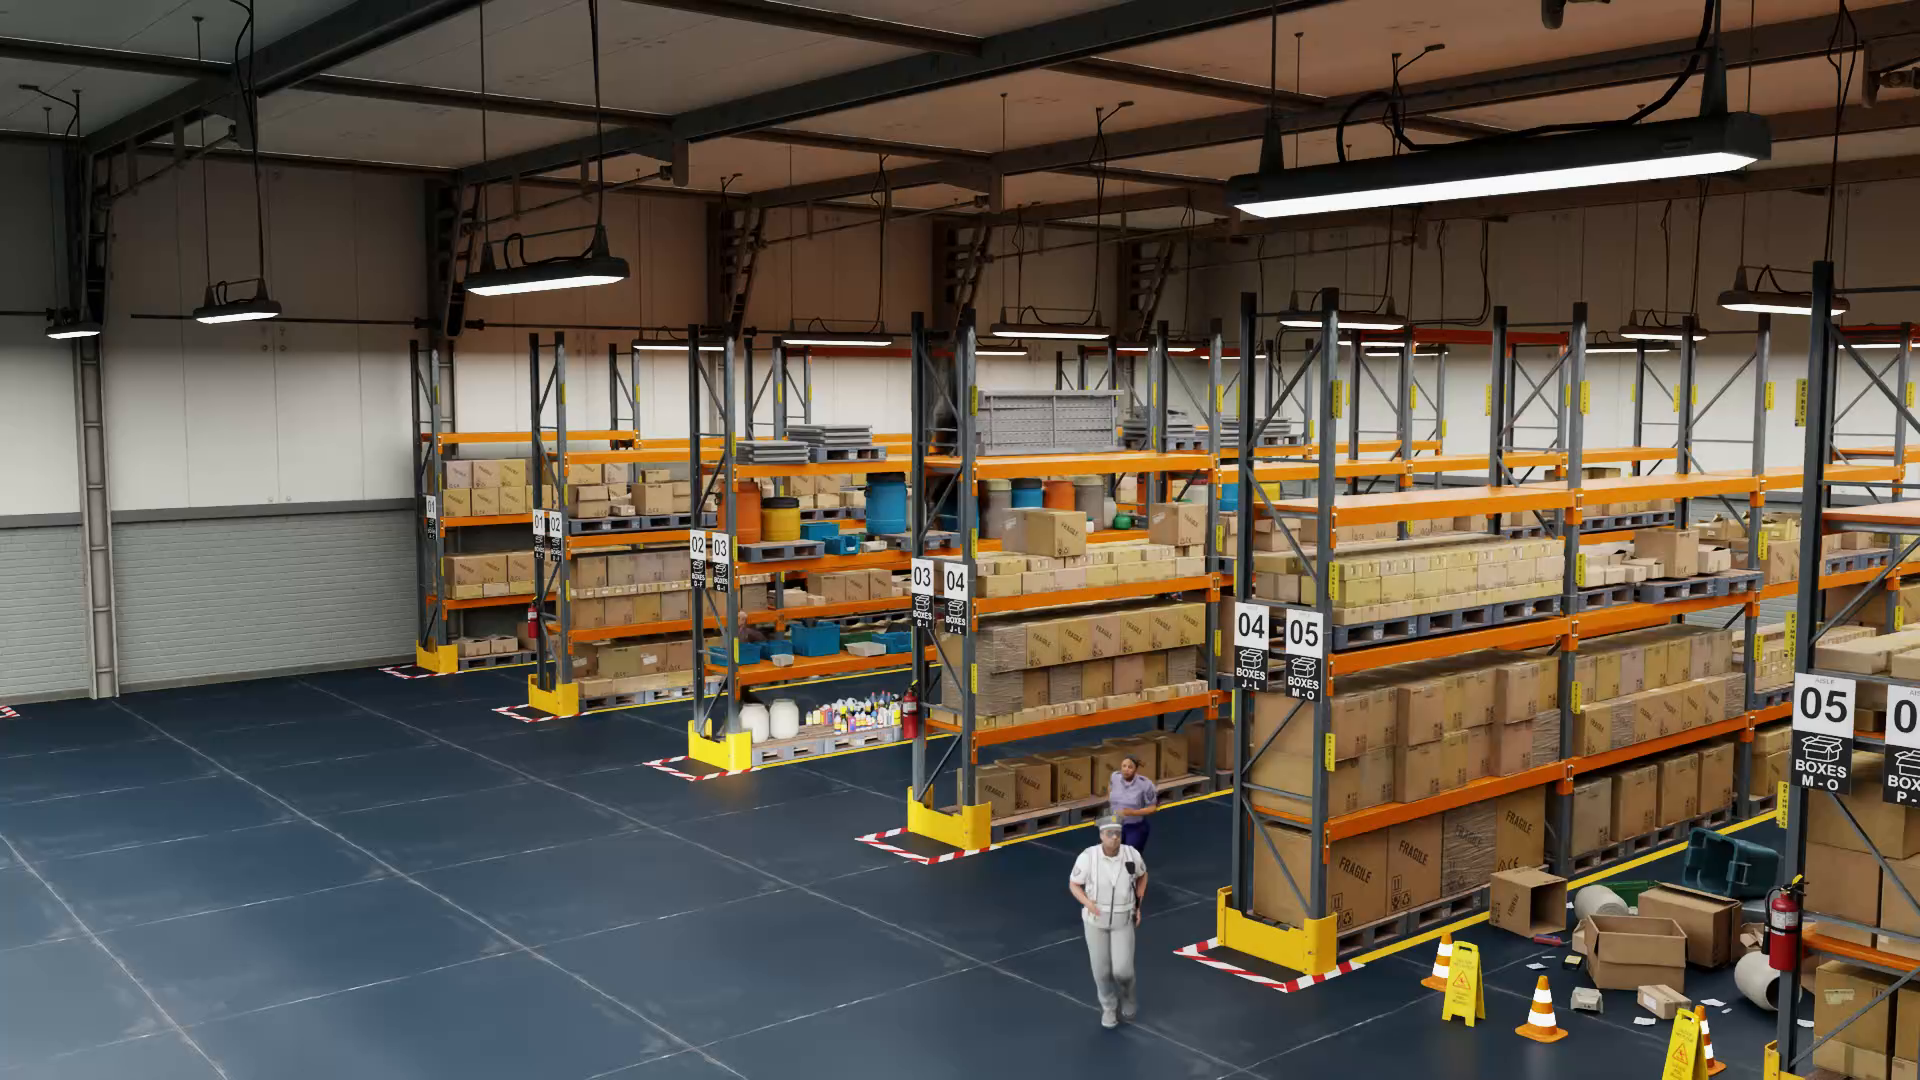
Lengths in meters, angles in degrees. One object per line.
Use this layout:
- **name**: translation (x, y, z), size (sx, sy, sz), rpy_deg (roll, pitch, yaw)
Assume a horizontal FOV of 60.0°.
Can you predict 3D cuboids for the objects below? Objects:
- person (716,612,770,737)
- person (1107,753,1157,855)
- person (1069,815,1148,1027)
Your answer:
- **person**: translation (-3.255, 1.966, 24.861), size (1.022, 1.811, 0.700), rpy_deg (-4, 7, -39)
- **person**: translation (1.677, 2.866, 16.444), size (0.564, 1.582, 0.595), rpy_deg (2, 6, 23)
- **person**: translation (1.200, 3.061, 13.327), size (0.644, 1.753, 0.590), rpy_deg (0, 5, 1)
